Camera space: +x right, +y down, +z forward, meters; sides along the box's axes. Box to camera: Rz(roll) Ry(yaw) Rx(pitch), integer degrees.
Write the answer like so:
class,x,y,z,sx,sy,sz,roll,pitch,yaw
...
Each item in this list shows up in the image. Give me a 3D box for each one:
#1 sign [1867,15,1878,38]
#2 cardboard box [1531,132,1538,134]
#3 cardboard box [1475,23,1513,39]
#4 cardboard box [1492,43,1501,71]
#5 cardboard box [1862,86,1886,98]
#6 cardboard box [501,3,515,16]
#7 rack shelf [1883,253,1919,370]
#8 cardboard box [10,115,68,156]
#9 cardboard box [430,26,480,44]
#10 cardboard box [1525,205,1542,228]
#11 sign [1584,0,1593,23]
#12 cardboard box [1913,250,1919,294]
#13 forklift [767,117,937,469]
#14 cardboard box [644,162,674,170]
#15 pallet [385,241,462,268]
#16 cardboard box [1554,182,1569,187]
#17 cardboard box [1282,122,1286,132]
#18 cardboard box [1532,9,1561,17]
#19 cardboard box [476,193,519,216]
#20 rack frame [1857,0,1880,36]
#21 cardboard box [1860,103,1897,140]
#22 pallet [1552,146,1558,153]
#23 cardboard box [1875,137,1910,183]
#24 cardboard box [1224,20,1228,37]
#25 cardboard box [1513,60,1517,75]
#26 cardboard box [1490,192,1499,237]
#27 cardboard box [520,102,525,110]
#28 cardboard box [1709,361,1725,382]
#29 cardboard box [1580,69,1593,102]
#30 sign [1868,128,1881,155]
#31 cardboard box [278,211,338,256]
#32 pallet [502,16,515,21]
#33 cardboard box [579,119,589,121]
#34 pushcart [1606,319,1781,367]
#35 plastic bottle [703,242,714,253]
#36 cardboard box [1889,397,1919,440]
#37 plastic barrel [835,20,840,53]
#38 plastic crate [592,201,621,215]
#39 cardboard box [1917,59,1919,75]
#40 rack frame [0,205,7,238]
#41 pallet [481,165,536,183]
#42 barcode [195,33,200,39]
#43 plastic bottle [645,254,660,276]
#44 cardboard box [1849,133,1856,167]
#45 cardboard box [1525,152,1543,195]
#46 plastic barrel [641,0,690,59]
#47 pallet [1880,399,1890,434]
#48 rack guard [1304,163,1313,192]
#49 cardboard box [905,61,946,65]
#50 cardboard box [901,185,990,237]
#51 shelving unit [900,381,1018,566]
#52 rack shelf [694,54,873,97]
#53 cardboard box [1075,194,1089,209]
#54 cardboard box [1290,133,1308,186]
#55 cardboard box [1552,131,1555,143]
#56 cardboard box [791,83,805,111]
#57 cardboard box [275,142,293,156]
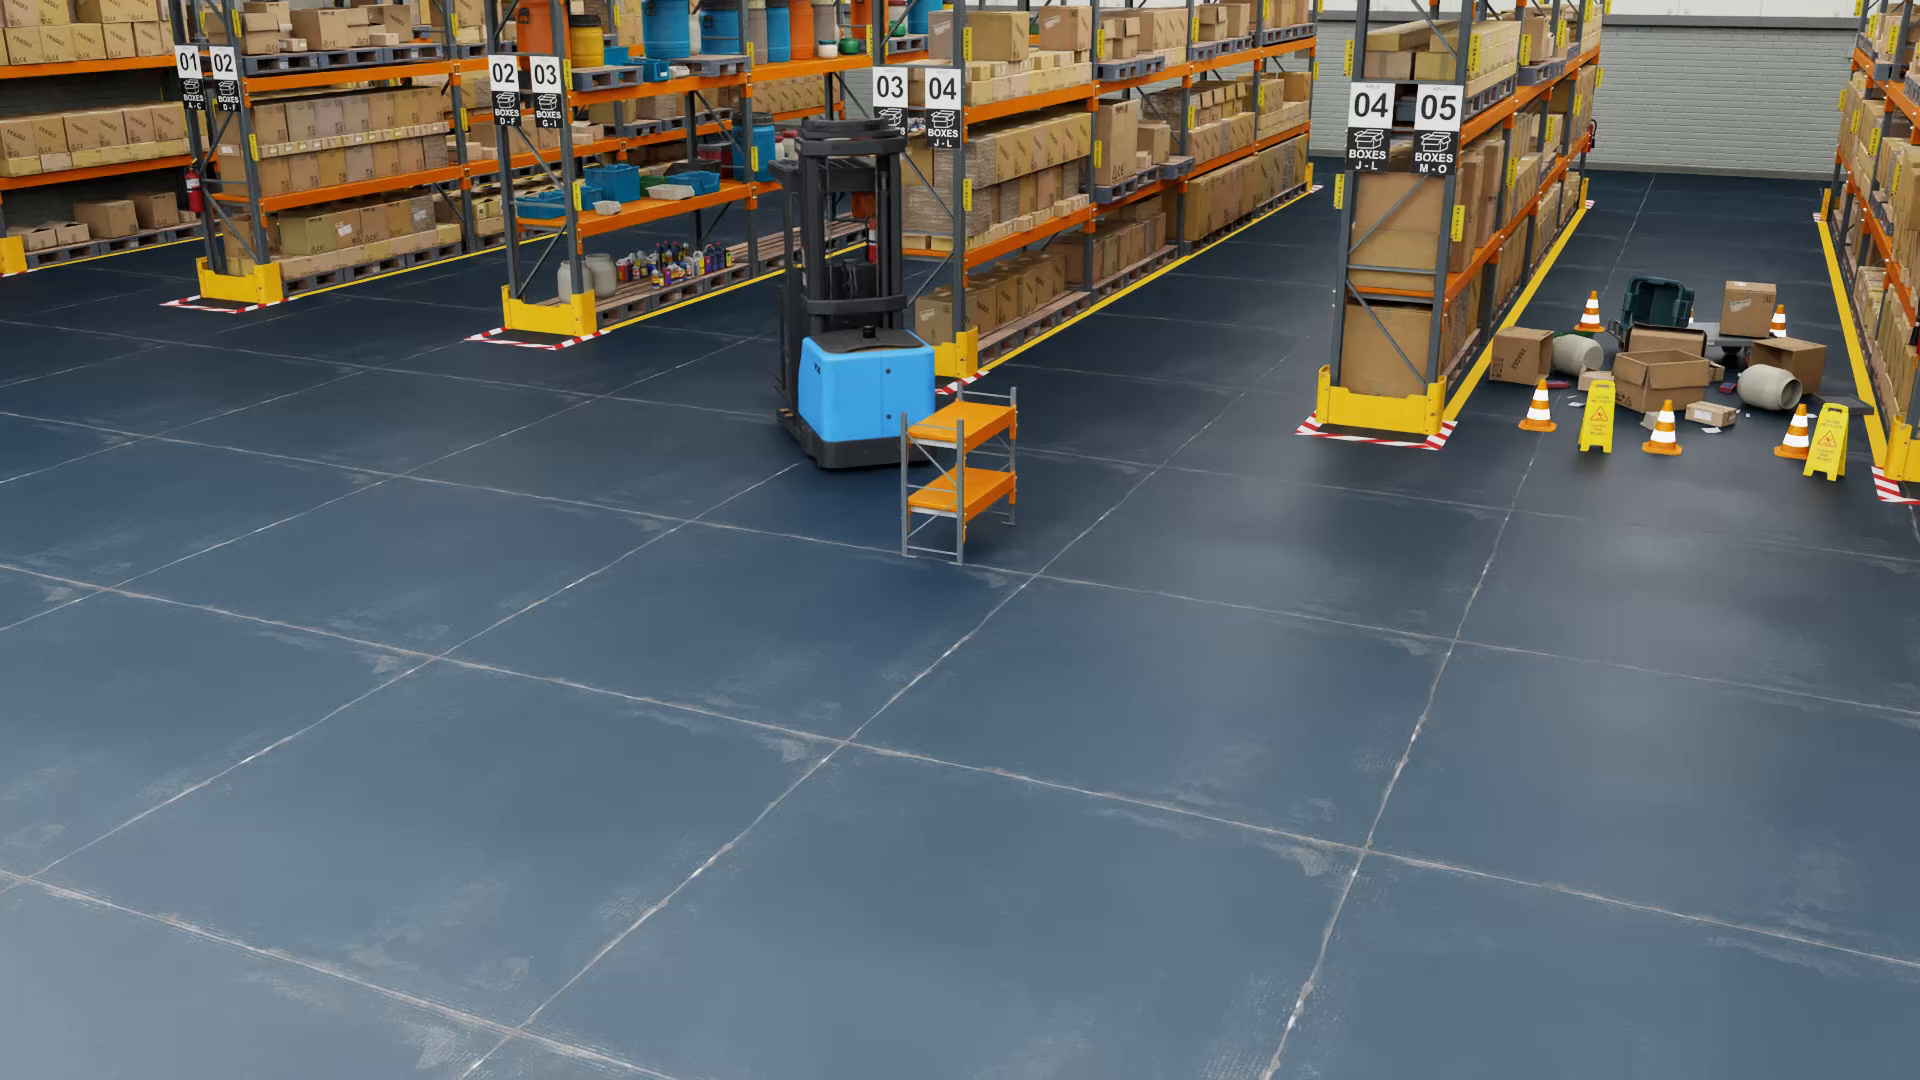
class,x,y,z,sx,sy,sz,roll,pitch,yaw
sign,13.025,-7.330,23.737,0.100,0.325,0.005,9,21,23
cardboard box,7.810,-5.543,22.938,0.380,0.149,0.250,8,21,21
cardboard box,5.530,-5.293,17.307,0.380,0.149,0.250,9,21,24
cardboard box,5.112,-4.843,16.638,0.500,0.250,0.500,8,21,22
cardboard box,13.368,-6.522,24.221,0.380,0.149,0.250,8,21,22
cardboard box,-9.000,-10.788,33.798,0.500,0.250,0.500,9,21,23
rack shelf,9.437,-2.164,15.651,1.077,0.370,4.000,9,21,23
cardboard box,-13.299,-5.837,23.980,0.500,0.500,0.500,9,21,23
cardboard box,-7.560,-7.562,24.877,0.500,0.250,0.500,11,22,28
cardboard box,7.840,-4.537,23.233,0.500,0.250,0.500,8,21,20
sign,9.483,-7.976,25.083,0.100,0.325,0.005,9,21,23
cardboard box,8.798,-2.435,14.747,0.500,0.500,0.500,9,21,23
forklift,-1.141,-2.462,15.517,1.130,2.935,3.031,-6,20,-17
cardboard box,-5.317,-6.500,29.845,0.500,0.500,0.500,8,21,22
pallet,-8.185,-4.284,24.699,1.003,0.211,1.213,9,21,23
cardboard box,9.968,-5.894,27.807,0.380,0.149,0.250,9,21,23
cardboard box,5.553,-7.323,29.459,0.380,0.149,0.250,8,21,21
cardboard box,8.033,-7.134,22.783,0.396,0.266,0.258,9,21,23
cardboard box,-7.215,-5.246,25.883,0.500,0.311,0.500,8,21,22
rack frame,15.170,-9.609,26.560,1.000,3.000,0.127,9,21,23
cardboard box,12.907,-5.824,23.227,0.500,0.500,0.500,8,21,22
pallet,8.529,-5.904,25.381,1.003,0.211,1.213,9,21,23
cardboard box,11.499,-4.617,20.254,0.500,0.500,0.500,8,21,21
cardboard box,3.960,-8.166,26.484,0.500,0.311,0.500,8,21,21
cardboard box,5.841,-5.148,18.089,0.380,0.149,0.250,8,21,22
cardboard box,5.559,-3.719,18.726,0.875,0.550,0.550,9,21,23
cardboard box,-8.946,-8.708,33.322,0.380,0.149,0.250,9,21,23
cardboard box,7.964,-1.872,17.836,0.258,0.266,0.396,-5,20,-15
cardboard box,10.240,-7.600,27.778,0.500,0.500,0.500,10,22,25
sign,11.386,-4.958,20.706,0.100,0.325,0.005,9,21,23
cardboard box,-8.833,-4.154,22.531,0.500,0.500,0.500,9,21,23
pallet,-8.721,-10.579,33.895,1.003,0.211,1.213,9,21,23
cardboard box,-8.168,-9.036,36.036,0.380,0.149,0.250,9,21,23
pushcart,8.156,-2.177,18.526,1.648,0.377,0.936,1,20,4
plastic bottle,-3.436,-3.897,22.745,0.144,0.351,0.185,9,21,23
cardboard box,8.714,-1.086,15.021,0.500,0.250,0.500,8,21,22
plastic barrel,-2.072,-7.790,25.753,0.421,0.512,0.421,0,20,0
plastic crate,-4.281,-4.036,20.235,0.298,0.136,0.250,9,21,23
cardboard box,11.296,-5.329,18.846,0.797,0.503,0.637,9,21,23
rack frame,-13.980,-5.291,23.369,1.000,3.000,0.127,9,21,23
pallet,-9.313,-7.399,33.458,1.003,0.211,1.213,9,21,23
barcode,-9.775,-6.457,21.306,0.001,0.075,0.075,9,21,23
plastic bottle,-4.119,-3.688,22.270,0.152,0.276,0.135,9,21,23
cardboard box,13.489,-5.784,24.607,0.500,0.500,0.500,9,21,23
cardboard box,7.397,-4.858,22.004,0.500,0.500,0.500,9,21,23
plastic barrel,-3.809,-6.712,21.513,0.600,0.901,0.708,9,21,23
pallet,9.515,-1.216,16.074,1.003,0.211,1.213,9,21,23
rack guard,6.139,-6.972,31.828,1.175,0.500,0.348,9,21,23
cardboard box,-0.368,-5.072,17.906,0.380,0.149,0.250,8,21,20
cardboard box,-0.173,-3.603,18.031,0.875,0.500,0.500,9,21,23
shelving unit,0.003,-0.532,12.786,0.538,1.125,1.048,9,21,23
rack shelf,-2.485,-6.840,24.322,1.077,0.370,4.000,9,21,23
cardboard box,1.395,-4.250,20.817,0.380,0.149,0.250,9,21,23
cardboard box,5.940,-7.133,31.093,0.875,0.875,0.875,9,21,23
cardboard box,8.565,-5.960,24.554,0.380,0.149,0.250,7,21,20
cardboard box,-3.467,-8.911,33.400,0.500,0.500,0.500,8,21,22
cardboard box,-8.996,-5.136,21.817,0.380,0.149,0.250,8,21,21
